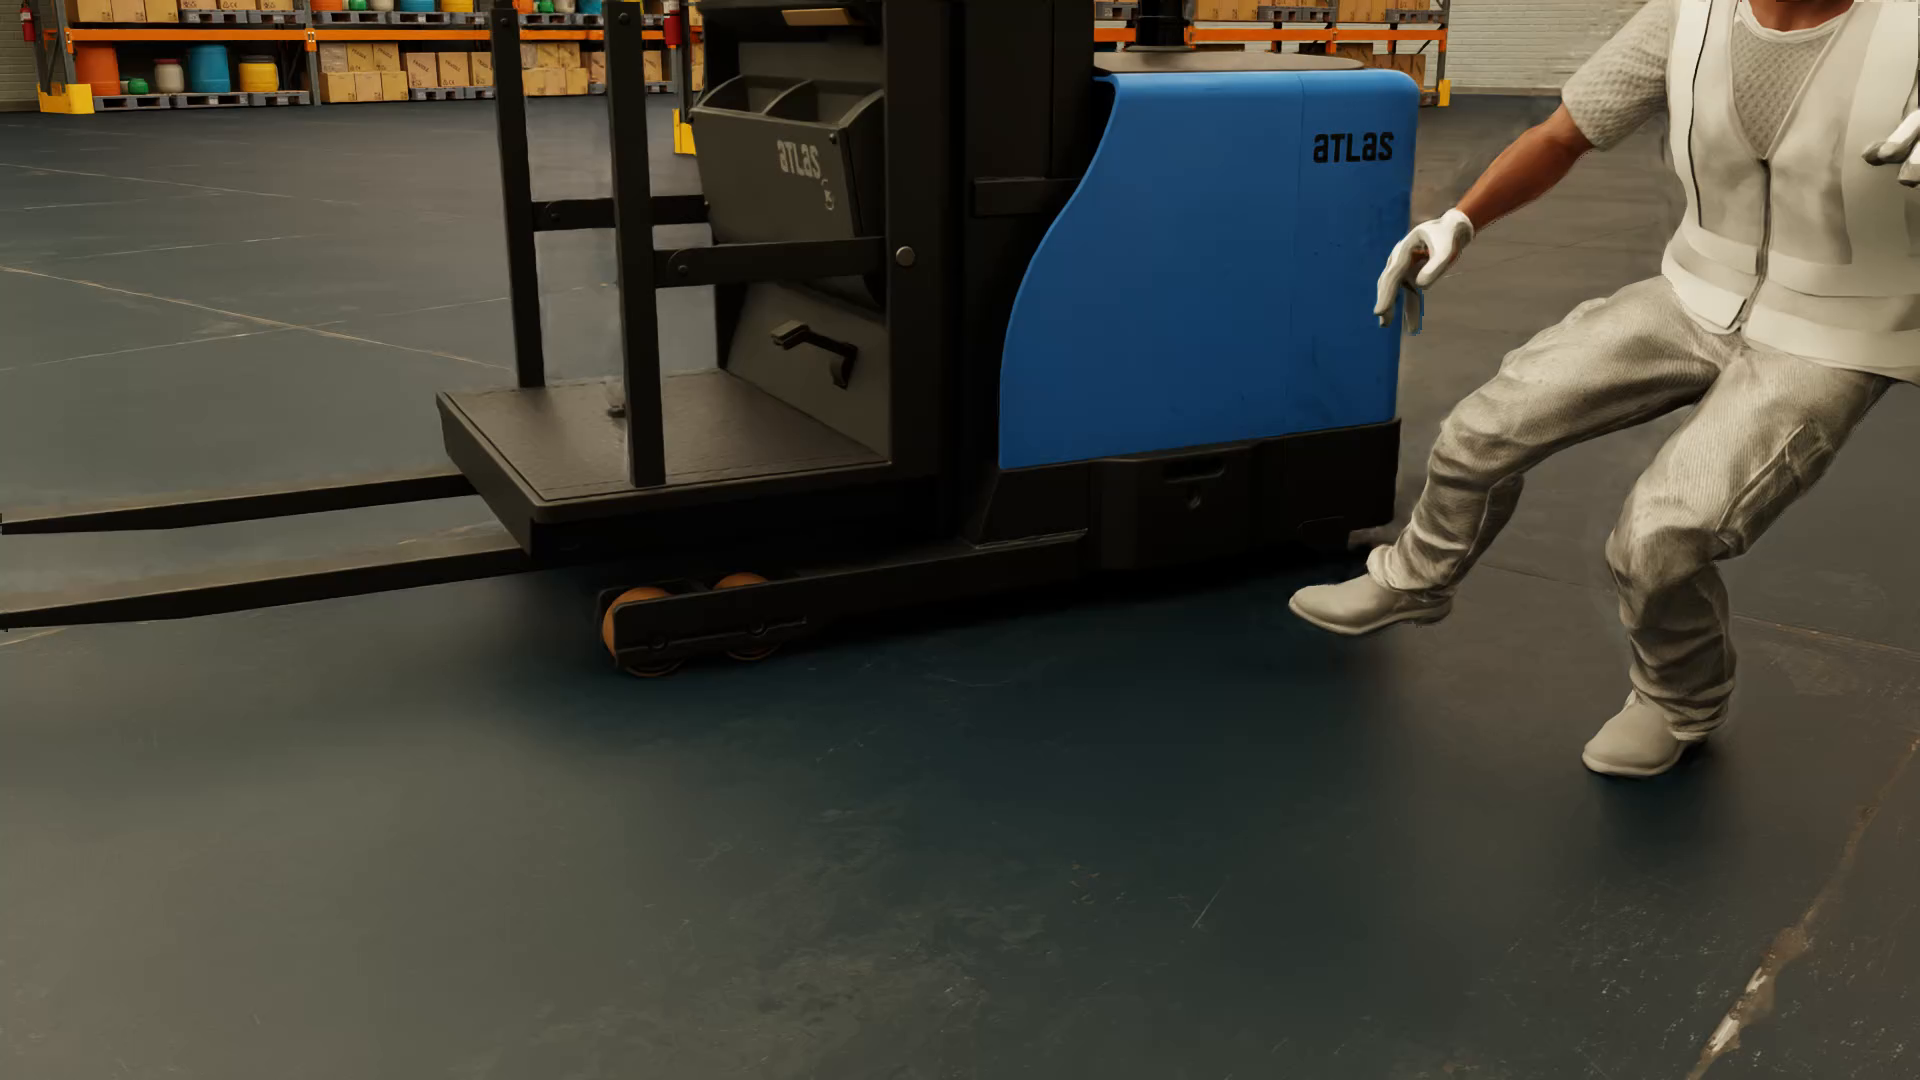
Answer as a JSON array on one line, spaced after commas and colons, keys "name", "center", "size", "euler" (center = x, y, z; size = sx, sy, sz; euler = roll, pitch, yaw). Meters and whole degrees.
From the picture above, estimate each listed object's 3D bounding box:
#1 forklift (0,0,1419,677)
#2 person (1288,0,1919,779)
[{"name": "forklift", "center": [-0.547, -1.321, 3.249], "size": [3.031, 2.935, 1.130], "euler": [-8, 19, -25]}, {"name": "person", "center": [0.983, -0.335, 2.466], "size": [0.924, 1.526, 1.259], "euler": [-12, 21, -34]}]
